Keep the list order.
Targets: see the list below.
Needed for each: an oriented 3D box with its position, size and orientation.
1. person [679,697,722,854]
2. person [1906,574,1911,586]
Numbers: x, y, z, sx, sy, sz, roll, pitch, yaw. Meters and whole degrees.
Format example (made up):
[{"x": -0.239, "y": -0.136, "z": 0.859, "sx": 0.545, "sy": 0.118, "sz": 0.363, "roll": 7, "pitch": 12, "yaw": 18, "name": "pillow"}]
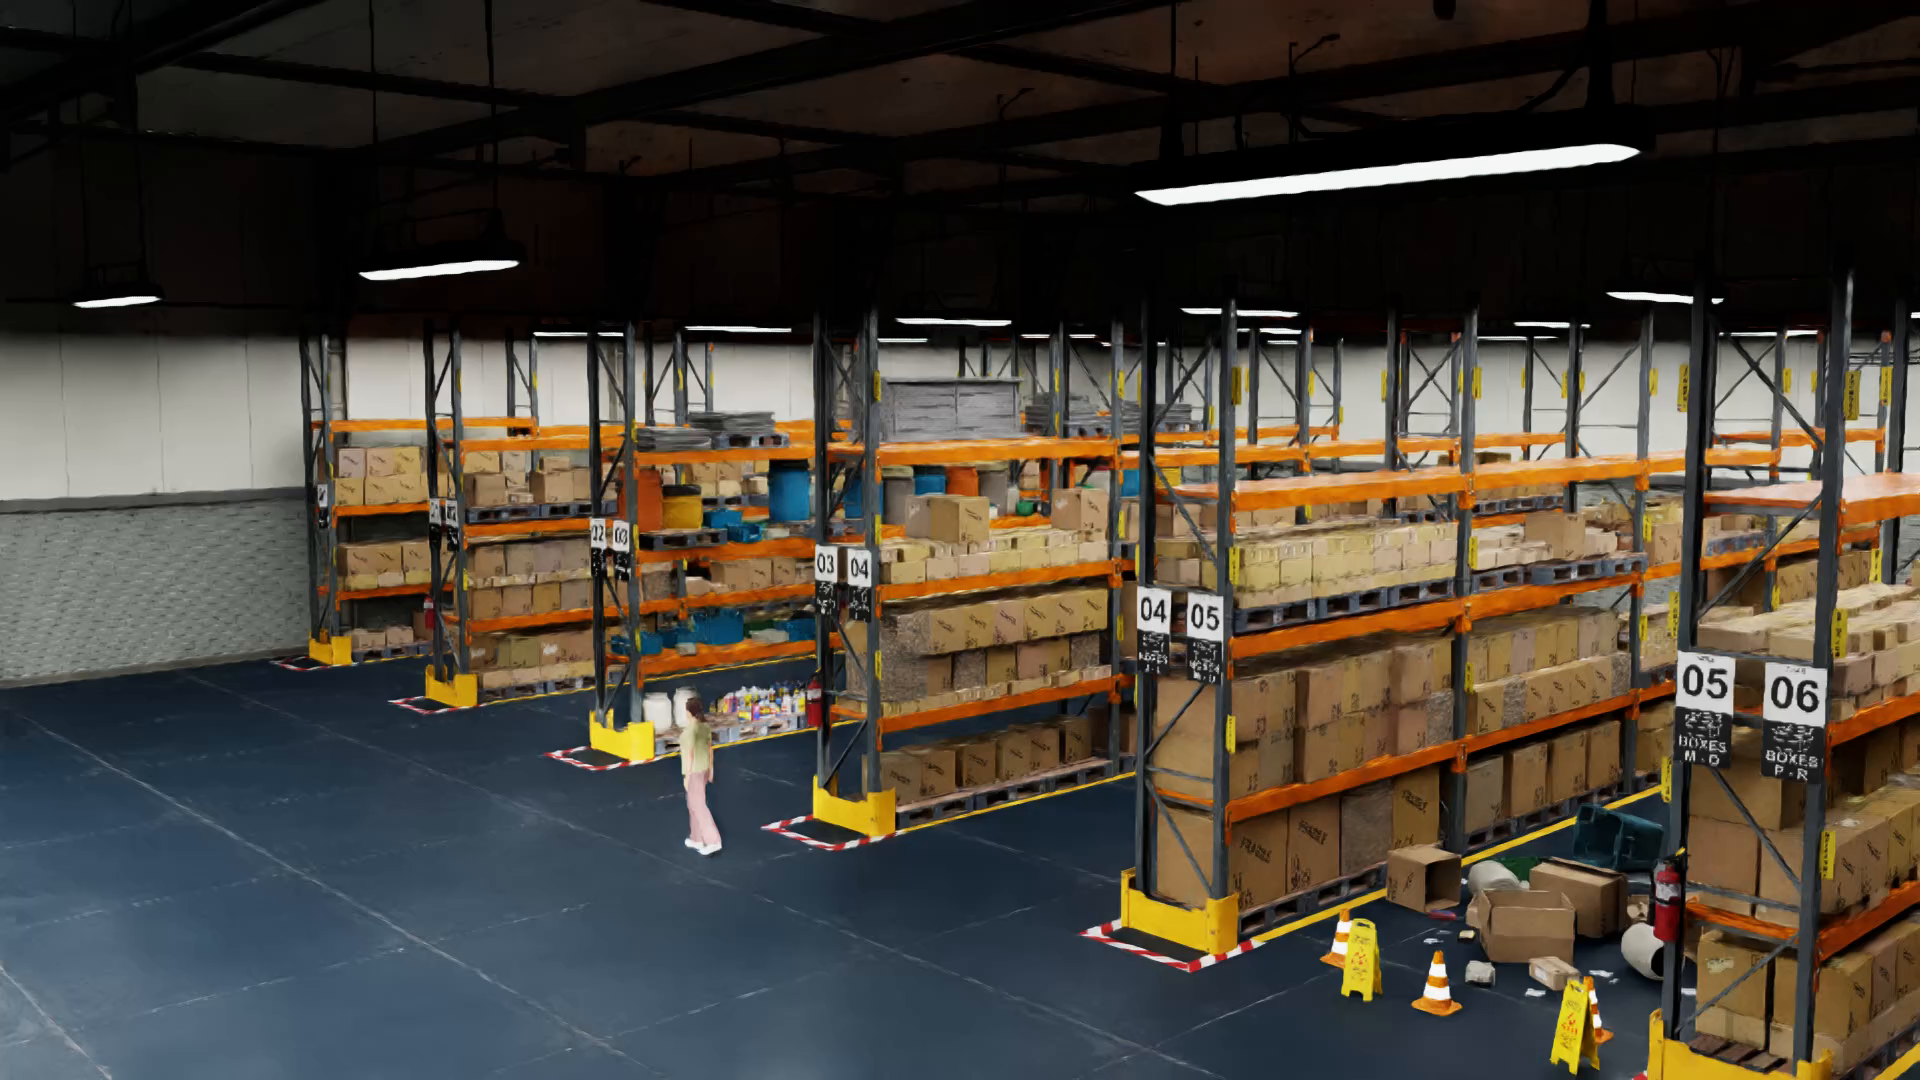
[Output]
[{"x": -2.808, "y": 2.533, "z": 17.985, "sx": 0.543, "sy": 1.664, "sz": 0.566, "roll": 2, "pitch": 6, "yaw": 19, "name": "person"}, {"x": 15.887, "y": 1.443, "z": 28.024, "sx": 0.759, "sy": 1.770, "sz": 0.533, "roll": -1, "pitch": 6, "yaw": -7, "name": "person"}]
